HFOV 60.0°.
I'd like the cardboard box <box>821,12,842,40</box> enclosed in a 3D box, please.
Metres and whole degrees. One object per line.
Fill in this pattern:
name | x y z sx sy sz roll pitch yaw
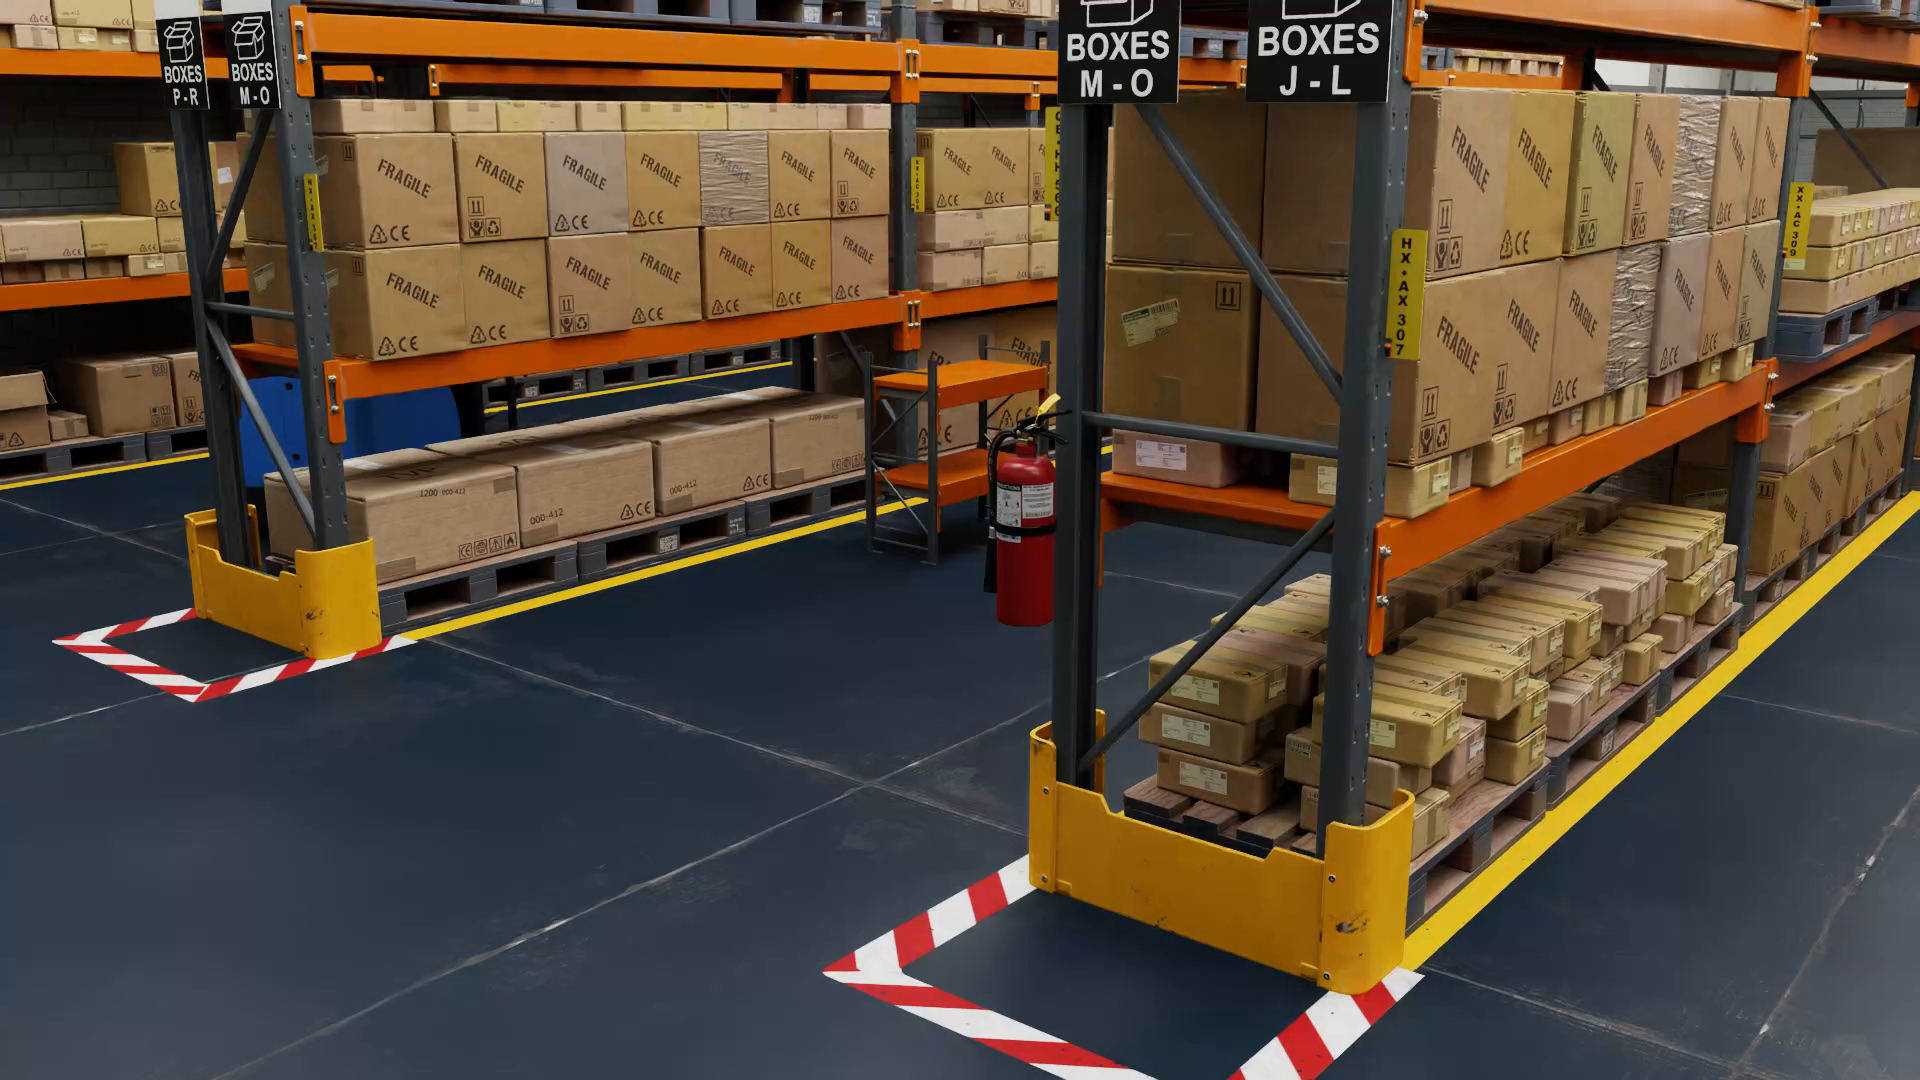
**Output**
cardboard box | -1.396 -5.189 16.607 0.500 0.500 0.500 11 18 38

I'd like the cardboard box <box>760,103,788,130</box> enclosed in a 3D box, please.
cardboard box | -1.197 -2.409 9.461 0.380 0.149 0.250 11 18 37

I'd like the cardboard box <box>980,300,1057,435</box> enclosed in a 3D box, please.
cardboard box | 0.197 -1.280 12.030 0.875 0.875 0.875 12 19 39

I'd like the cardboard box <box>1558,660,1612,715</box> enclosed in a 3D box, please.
cardboard box | 2.248 0.541 6.337 0.380 0.149 0.250 11 18 38

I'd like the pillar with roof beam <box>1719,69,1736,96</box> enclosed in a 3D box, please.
pillar with roof beam | 24.052 -12.859 41.964 9.100 9.000 0.400 11 18 38

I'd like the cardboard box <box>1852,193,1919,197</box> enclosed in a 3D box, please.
cardboard box | 5.139 -1.830 9.185 0.380 0.149 0.250 11 18 38

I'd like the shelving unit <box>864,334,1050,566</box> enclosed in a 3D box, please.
shelving unit | -0.004 -0.544 9.479 0.538 1.125 1.048 11 18 38

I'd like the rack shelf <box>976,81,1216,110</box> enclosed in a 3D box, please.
rack shelf | 1.730 -5.588 20.897 1.077 0.370 4.000 11 18 38

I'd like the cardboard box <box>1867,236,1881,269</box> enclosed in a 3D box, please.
cardboard box | 4.313 -1.433 8.226 0.380 0.149 0.250 10 18 35

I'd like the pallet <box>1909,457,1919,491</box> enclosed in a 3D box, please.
pallet | 6.290 -0.608 11.586 1.003 0.211 1.213 11 18 38

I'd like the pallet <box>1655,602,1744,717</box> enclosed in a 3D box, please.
pallet | 2.827 0.432 7.495 1.003 0.211 1.213 11 18 38

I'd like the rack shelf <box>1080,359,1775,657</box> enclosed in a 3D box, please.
rack shelf | 1.965 -0.322 6.260 1.077 0.370 4.000 11 18 38

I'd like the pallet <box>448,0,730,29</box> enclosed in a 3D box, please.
pallet | -1.981 -2.824 8.734 1.003 0.211 1.213 11 18 38

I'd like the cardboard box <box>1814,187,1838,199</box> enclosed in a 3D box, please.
cardboard box | 5.128 -2.080 10.166 0.380 0.149 0.250 11 18 36

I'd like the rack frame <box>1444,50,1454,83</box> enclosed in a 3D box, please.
rack frame | 4.336 -3.333 16.649 1.000 3.000 0.127 11 18 38

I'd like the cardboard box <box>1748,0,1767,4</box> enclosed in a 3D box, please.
cardboard box | 2.801 -2.205 6.425 0.500 0.250 0.500 11 18 37

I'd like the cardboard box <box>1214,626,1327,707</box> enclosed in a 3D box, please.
cardboard box | 1.046 0.422 5.598 0.380 0.149 0.250 12 18 39

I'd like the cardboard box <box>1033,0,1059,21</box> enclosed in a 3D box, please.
cardboard box | 0.729 -3.688 11.378 0.396 0.266 0.258 13 19 42

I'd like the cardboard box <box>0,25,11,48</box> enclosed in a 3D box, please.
cardboard box | -6.369 -3.260 10.781 0.380 0.149 0.250 11 18 38

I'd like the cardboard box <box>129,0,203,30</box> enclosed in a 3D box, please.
cardboard box | -5.636 -3.669 11.582 0.500 0.250 0.500 11 18 37

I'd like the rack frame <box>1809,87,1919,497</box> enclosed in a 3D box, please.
rack frame | 5.736 -1.820 10.695 1.000 3.000 0.127 11 18 38

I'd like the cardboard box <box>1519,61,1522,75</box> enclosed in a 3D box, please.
cardboard box | 5.694 -4.982 17.560 0.380 0.149 0.250 11 18 38

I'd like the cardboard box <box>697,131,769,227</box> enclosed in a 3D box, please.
cardboard box | -1.411 -2.006 9.192 0.500 0.500 0.500 12 18 38

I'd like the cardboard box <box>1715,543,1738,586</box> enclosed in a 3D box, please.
cardboard box | 3.271 0.090 7.511 0.380 0.149 0.250 12 18 39

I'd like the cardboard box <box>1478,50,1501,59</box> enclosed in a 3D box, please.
cardboard box | 5.143 -5.000 16.821 0.500 0.250 0.500 11 18 37

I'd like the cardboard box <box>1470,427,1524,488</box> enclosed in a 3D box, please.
cardboard box | 1.505 -0.276 5.127 0.380 0.149 0.250 11 18 36

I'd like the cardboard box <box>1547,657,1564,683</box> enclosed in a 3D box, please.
cardboard box | 2.015 0.425 6.190 0.380 0.149 0.250 12 19 40

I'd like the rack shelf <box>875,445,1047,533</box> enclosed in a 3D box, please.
rack shelf | -0.004 -0.307 9.540 0.538 0.278 1.000 11 18 38

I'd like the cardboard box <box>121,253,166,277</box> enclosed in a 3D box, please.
cardboard box | -5.801 -1.940 11.676 0.380 0.149 0.250 11 18 36

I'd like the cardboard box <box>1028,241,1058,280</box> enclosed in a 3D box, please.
cardboard box | 0.449 -1.966 11.575 0.500 0.250 0.500 11 18 37

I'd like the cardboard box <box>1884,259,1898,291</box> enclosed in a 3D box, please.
cardboard box | 4.644 -1.391 8.663 0.380 0.149 0.250 11 18 37

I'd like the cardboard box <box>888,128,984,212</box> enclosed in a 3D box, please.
cardboard box | -0.192 -2.373 10.640 0.500 0.500 0.500 12 18 38

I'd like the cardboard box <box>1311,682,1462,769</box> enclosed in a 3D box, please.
cardboard box | 1.301 0.554 5.078 0.380 0.149 0.250 10 17 35

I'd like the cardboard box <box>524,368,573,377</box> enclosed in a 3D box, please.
cardboard box | -3.749 -1.721 14.530 0.500 0.500 0.500 11 18 37

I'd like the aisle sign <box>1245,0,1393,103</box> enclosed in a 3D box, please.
aisle sign | 0.895 -1.487 4.106 0.394 0.787 0.004 11 18 38

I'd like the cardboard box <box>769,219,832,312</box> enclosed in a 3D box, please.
cardboard box | -1.104 -1.621 9.710 0.500 0.500 0.500 11 18 36

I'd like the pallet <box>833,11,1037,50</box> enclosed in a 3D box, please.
pallet | -0.154 -3.345 10.994 0.805 0.209 1.217 10 18 35

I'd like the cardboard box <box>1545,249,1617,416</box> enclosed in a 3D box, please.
cardboard box | 1.839 -0.722 5.566 0.500 0.500 0.500 12 18 38

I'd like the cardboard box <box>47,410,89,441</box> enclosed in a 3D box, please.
cardboard box | -6.314 -0.802 11.623 0.380 0.149 0.250 10 18 35

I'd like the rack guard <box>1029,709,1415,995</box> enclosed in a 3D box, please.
rack guard | 0.756 0.909 5.029 1.175 0.500 0.348 11 18 38

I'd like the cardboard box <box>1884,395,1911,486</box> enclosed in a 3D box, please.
cardboard box | 5.526 -0.645 10.295 0.500 0.500 0.500 11 18 37

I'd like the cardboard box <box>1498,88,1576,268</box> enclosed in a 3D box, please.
cardboard box | 1.509 -1.108 5.053 0.500 0.500 0.500 12 19 39

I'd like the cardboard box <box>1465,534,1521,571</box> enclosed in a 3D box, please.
cardboard box | 2.135 0.059 7.027 0.380 0.149 0.250 12 18 39

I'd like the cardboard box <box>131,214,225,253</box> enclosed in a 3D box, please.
cardboard box | -5.637 -2.214 11.946 0.500 0.250 0.500 11 18 36

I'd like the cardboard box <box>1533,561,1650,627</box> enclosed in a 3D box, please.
cardboard box | 2.438 0.206 6.451 0.380 0.149 0.250 10 18 36

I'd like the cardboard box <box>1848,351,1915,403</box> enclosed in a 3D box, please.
cardboard box | 5.510 -1.004 10.183 0.500 0.250 0.500 11 18 36

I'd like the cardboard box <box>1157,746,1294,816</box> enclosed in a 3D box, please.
cardboard box | 0.876 0.757 5.487 0.380 0.149 0.250 12 18 38

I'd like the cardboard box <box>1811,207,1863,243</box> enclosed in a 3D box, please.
cardboard box | 3.998 -1.483 7.816 0.380 0.149 0.250 12 18 39

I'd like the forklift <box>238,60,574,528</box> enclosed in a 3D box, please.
forklift | -3.514 -1.776 10.662 1.130 2.935 3.031 3 15 12

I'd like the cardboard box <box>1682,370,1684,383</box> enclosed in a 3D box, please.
cardboard box | 2.717 -0.694 6.774 0.380 0.149 0.250 11 18 36

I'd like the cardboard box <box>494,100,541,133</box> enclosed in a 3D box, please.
cardboard box | -2.254 -2.054 8.063 0.380 0.149 0.250 11 18 36
